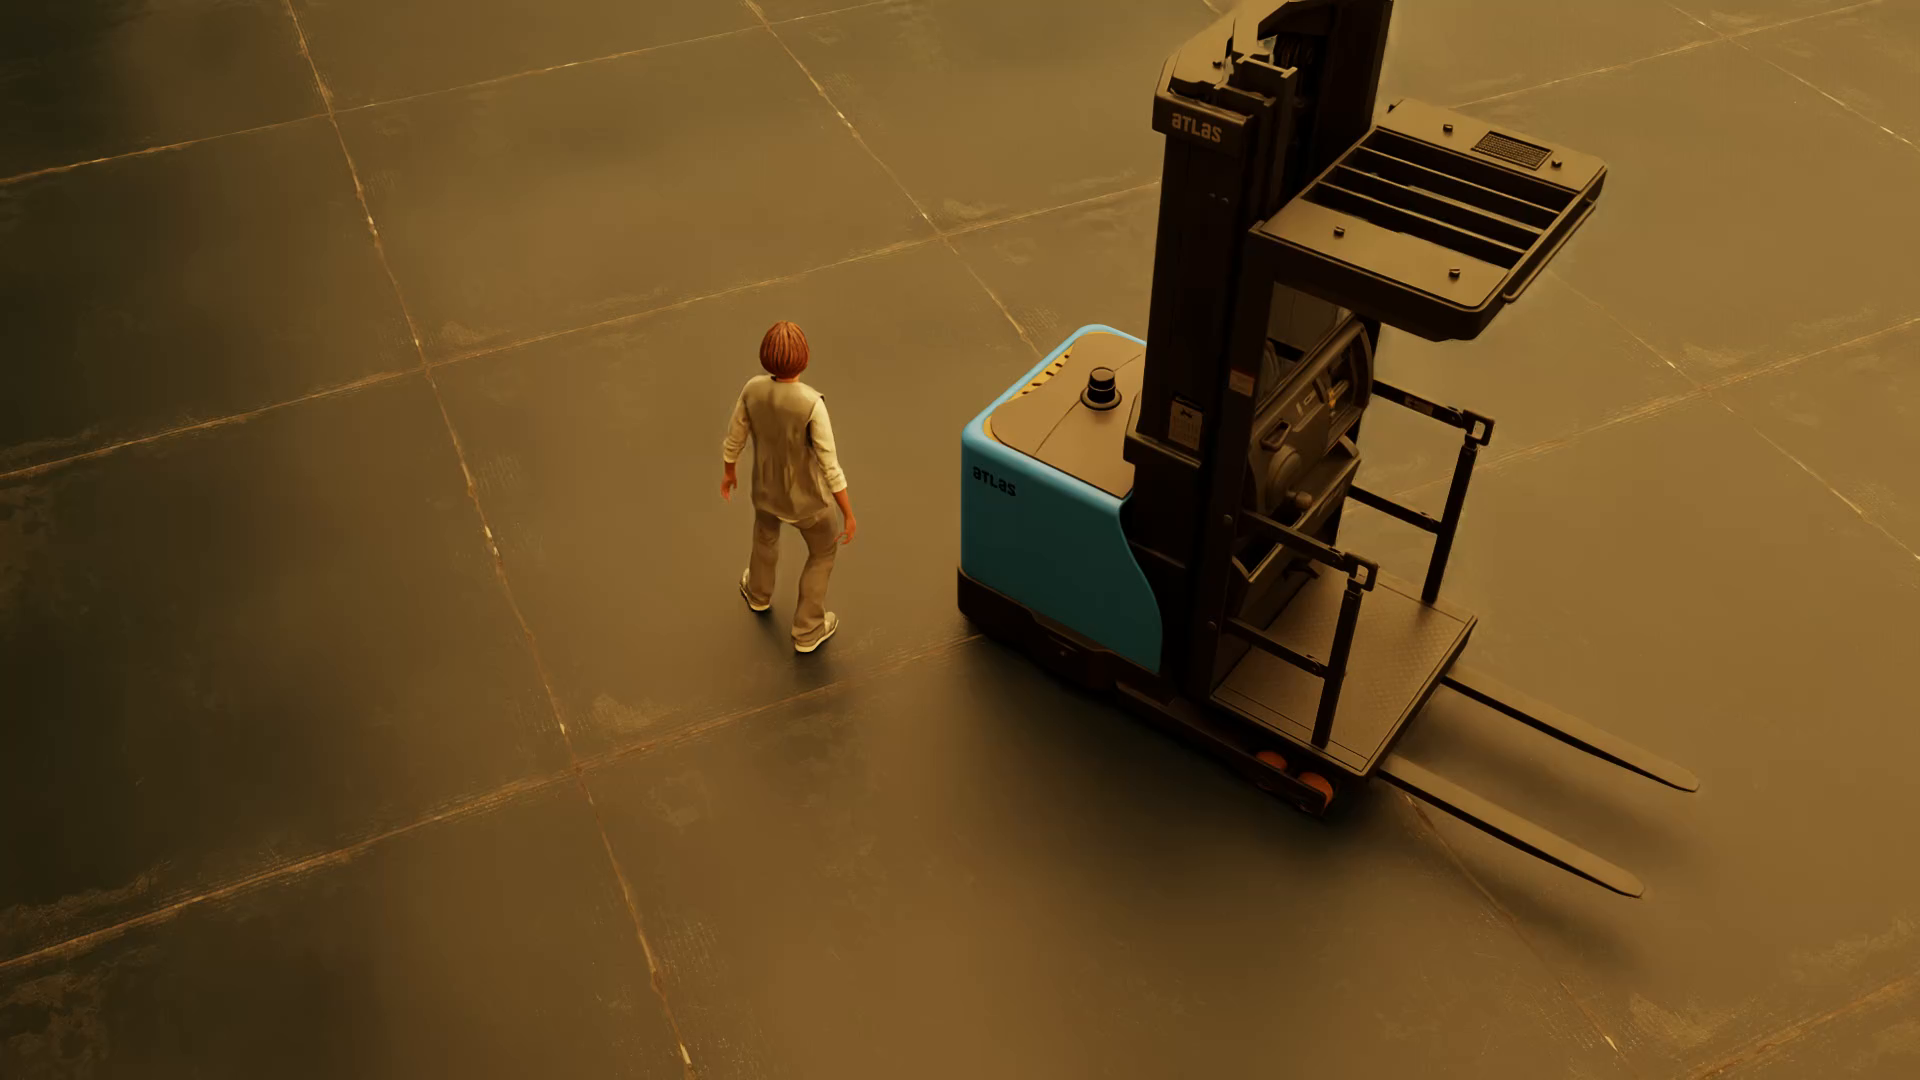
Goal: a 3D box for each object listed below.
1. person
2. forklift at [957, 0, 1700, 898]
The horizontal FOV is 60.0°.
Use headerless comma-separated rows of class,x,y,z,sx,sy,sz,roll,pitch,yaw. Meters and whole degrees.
person,-0.723,-0.207,6.912,0.728,1.570,0.381,19,46,19
forklift,1.475,-0.395,6.103,3.031,2.935,1.130,27,49,26
